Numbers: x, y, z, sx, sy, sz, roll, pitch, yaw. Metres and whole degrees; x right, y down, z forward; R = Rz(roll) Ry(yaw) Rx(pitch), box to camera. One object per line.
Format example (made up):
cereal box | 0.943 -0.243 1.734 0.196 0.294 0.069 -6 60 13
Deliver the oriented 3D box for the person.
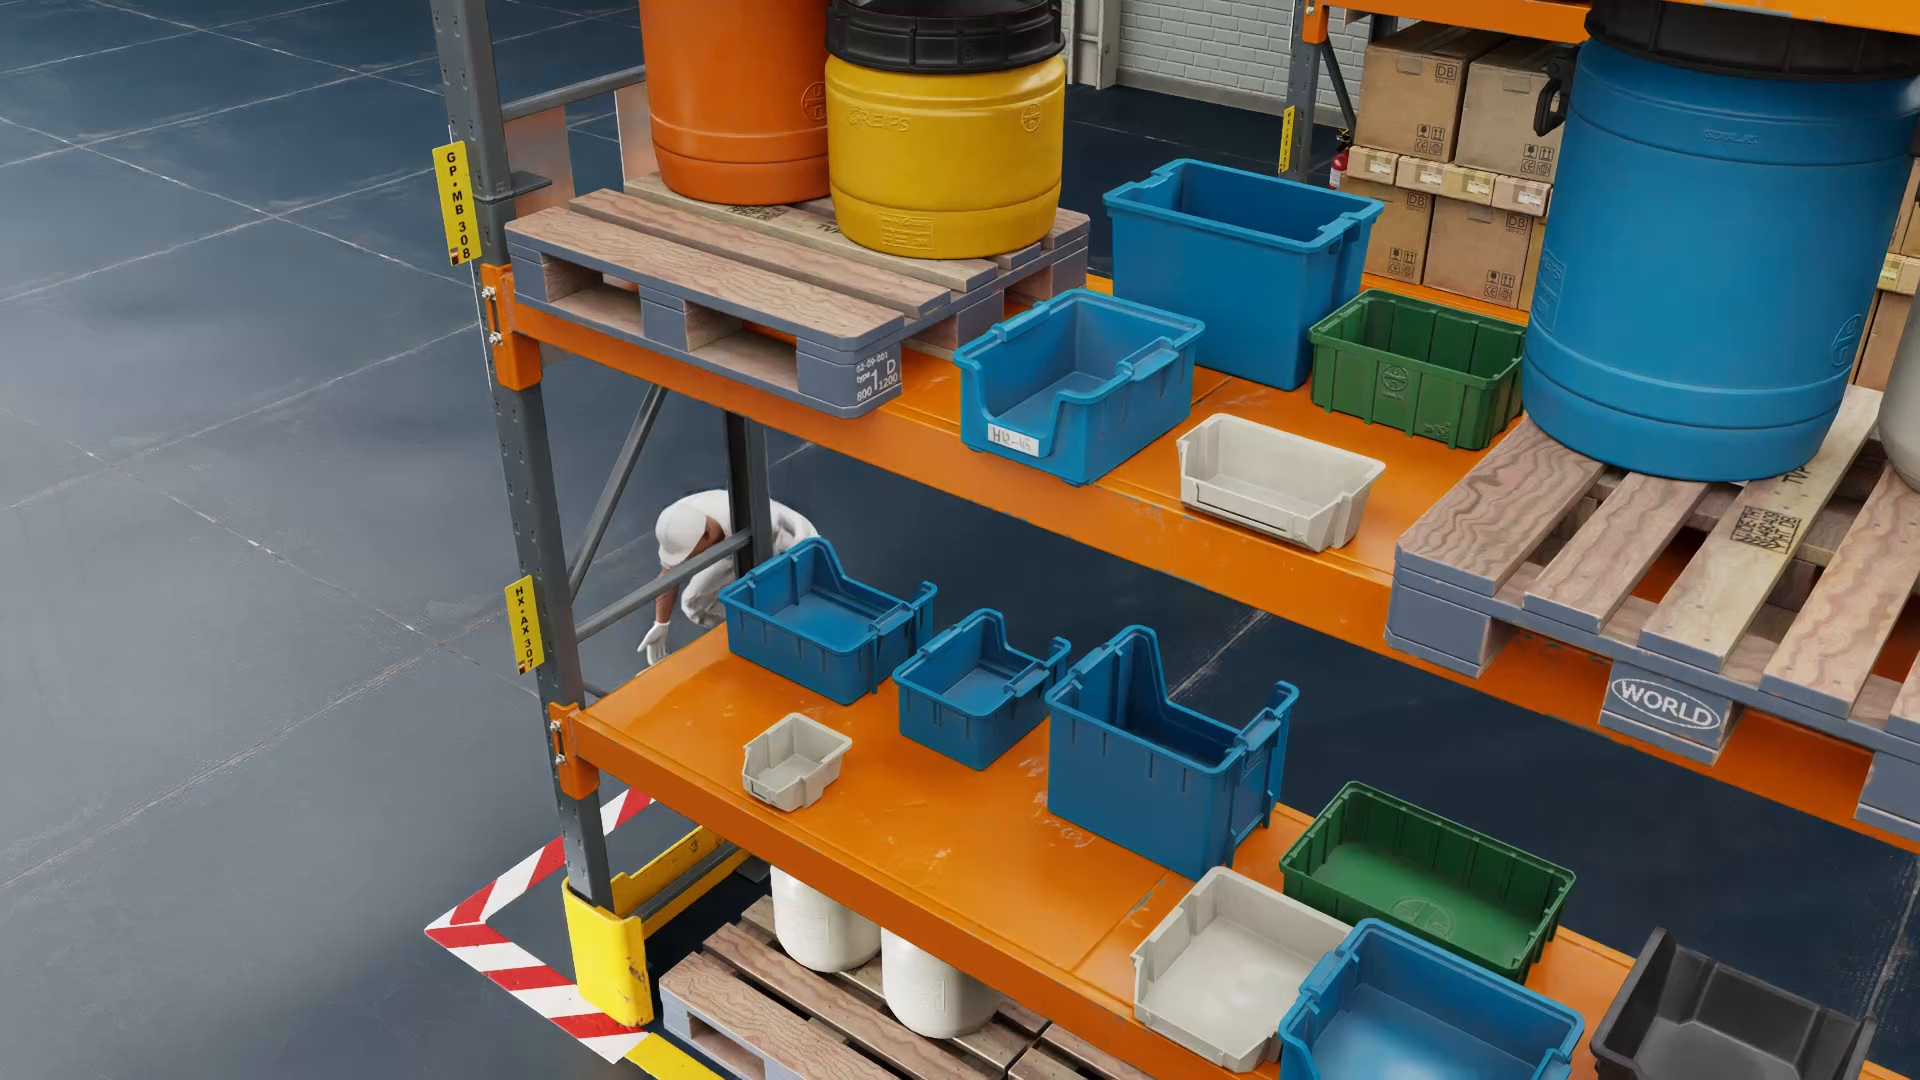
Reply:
person | -0.986 0.188 7.481 0.587 1.087 0.881 23 37 33
